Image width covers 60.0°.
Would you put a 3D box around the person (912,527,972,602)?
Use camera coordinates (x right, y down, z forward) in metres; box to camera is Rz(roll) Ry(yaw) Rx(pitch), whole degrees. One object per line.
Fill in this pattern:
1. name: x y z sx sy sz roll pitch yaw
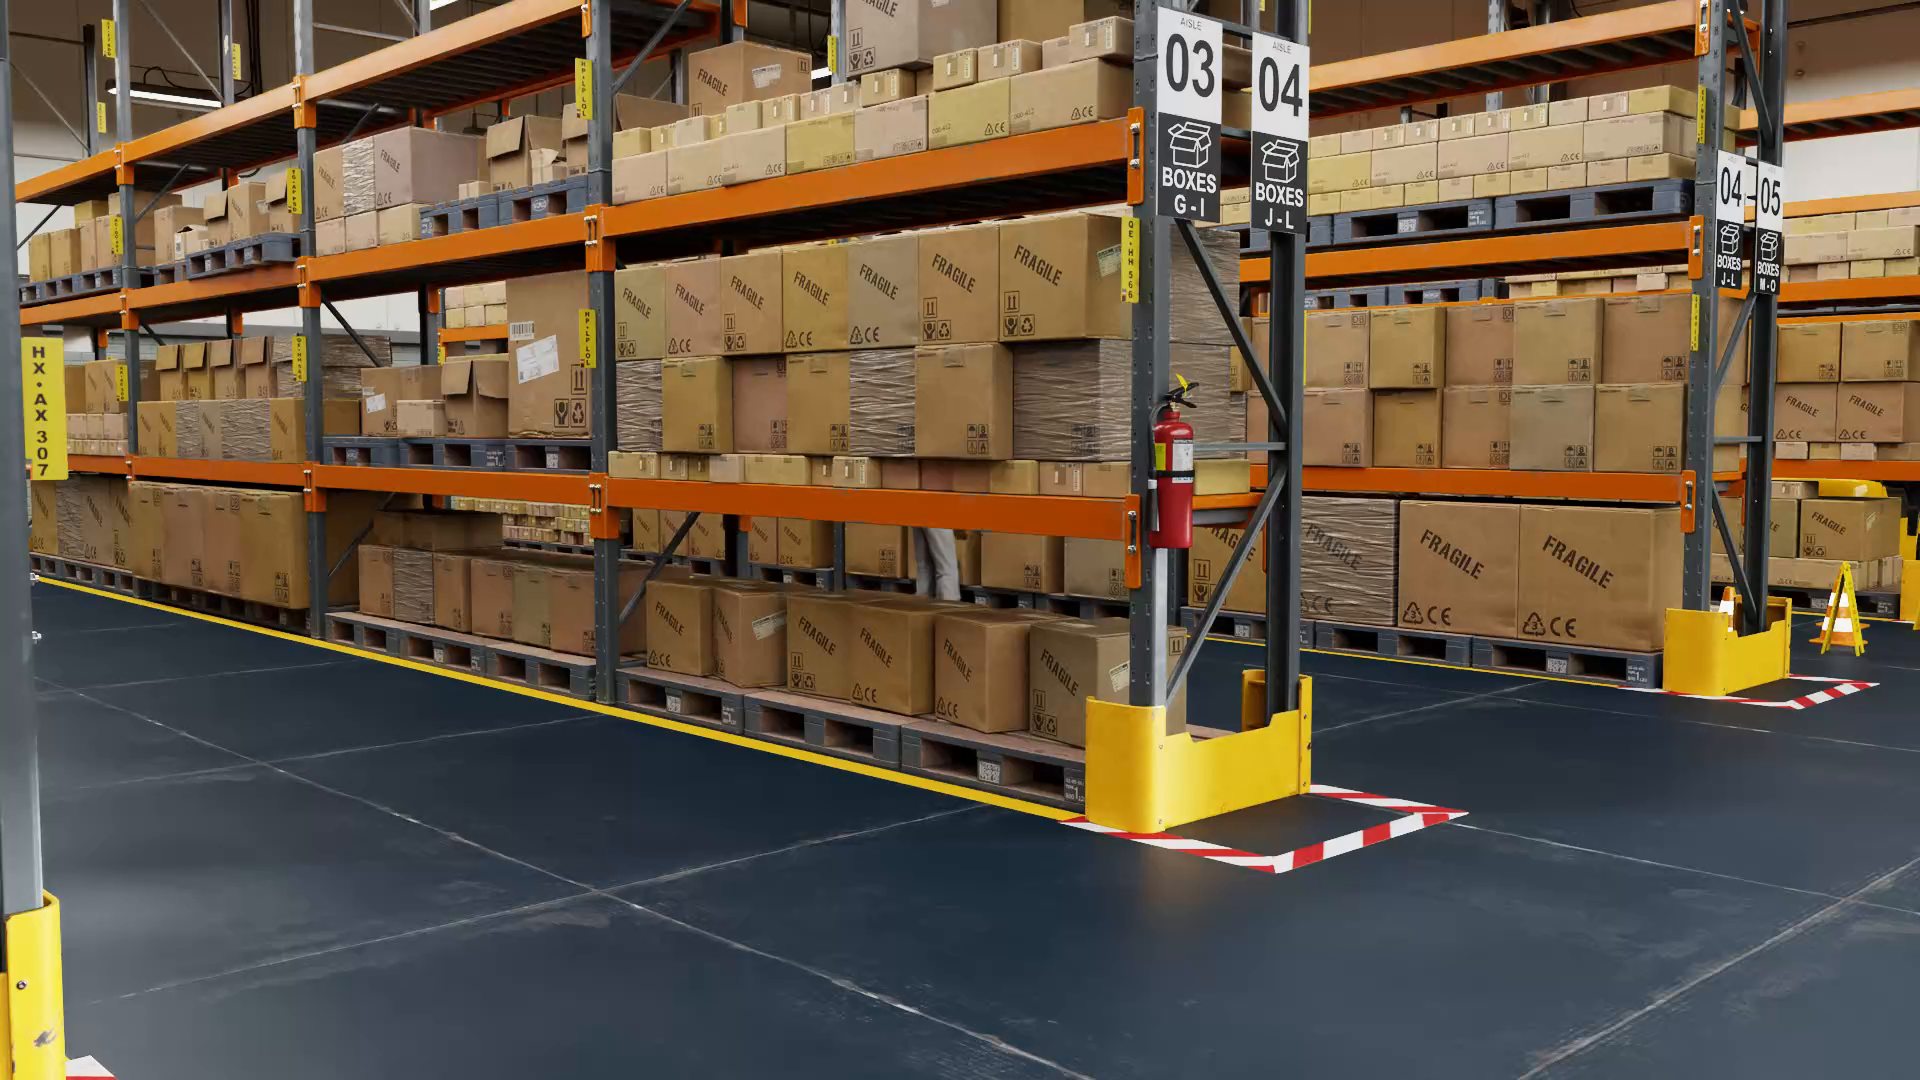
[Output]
1. person: -0.169 -0.101 12.404 0.522 1.675 0.475 -3 5 -33
